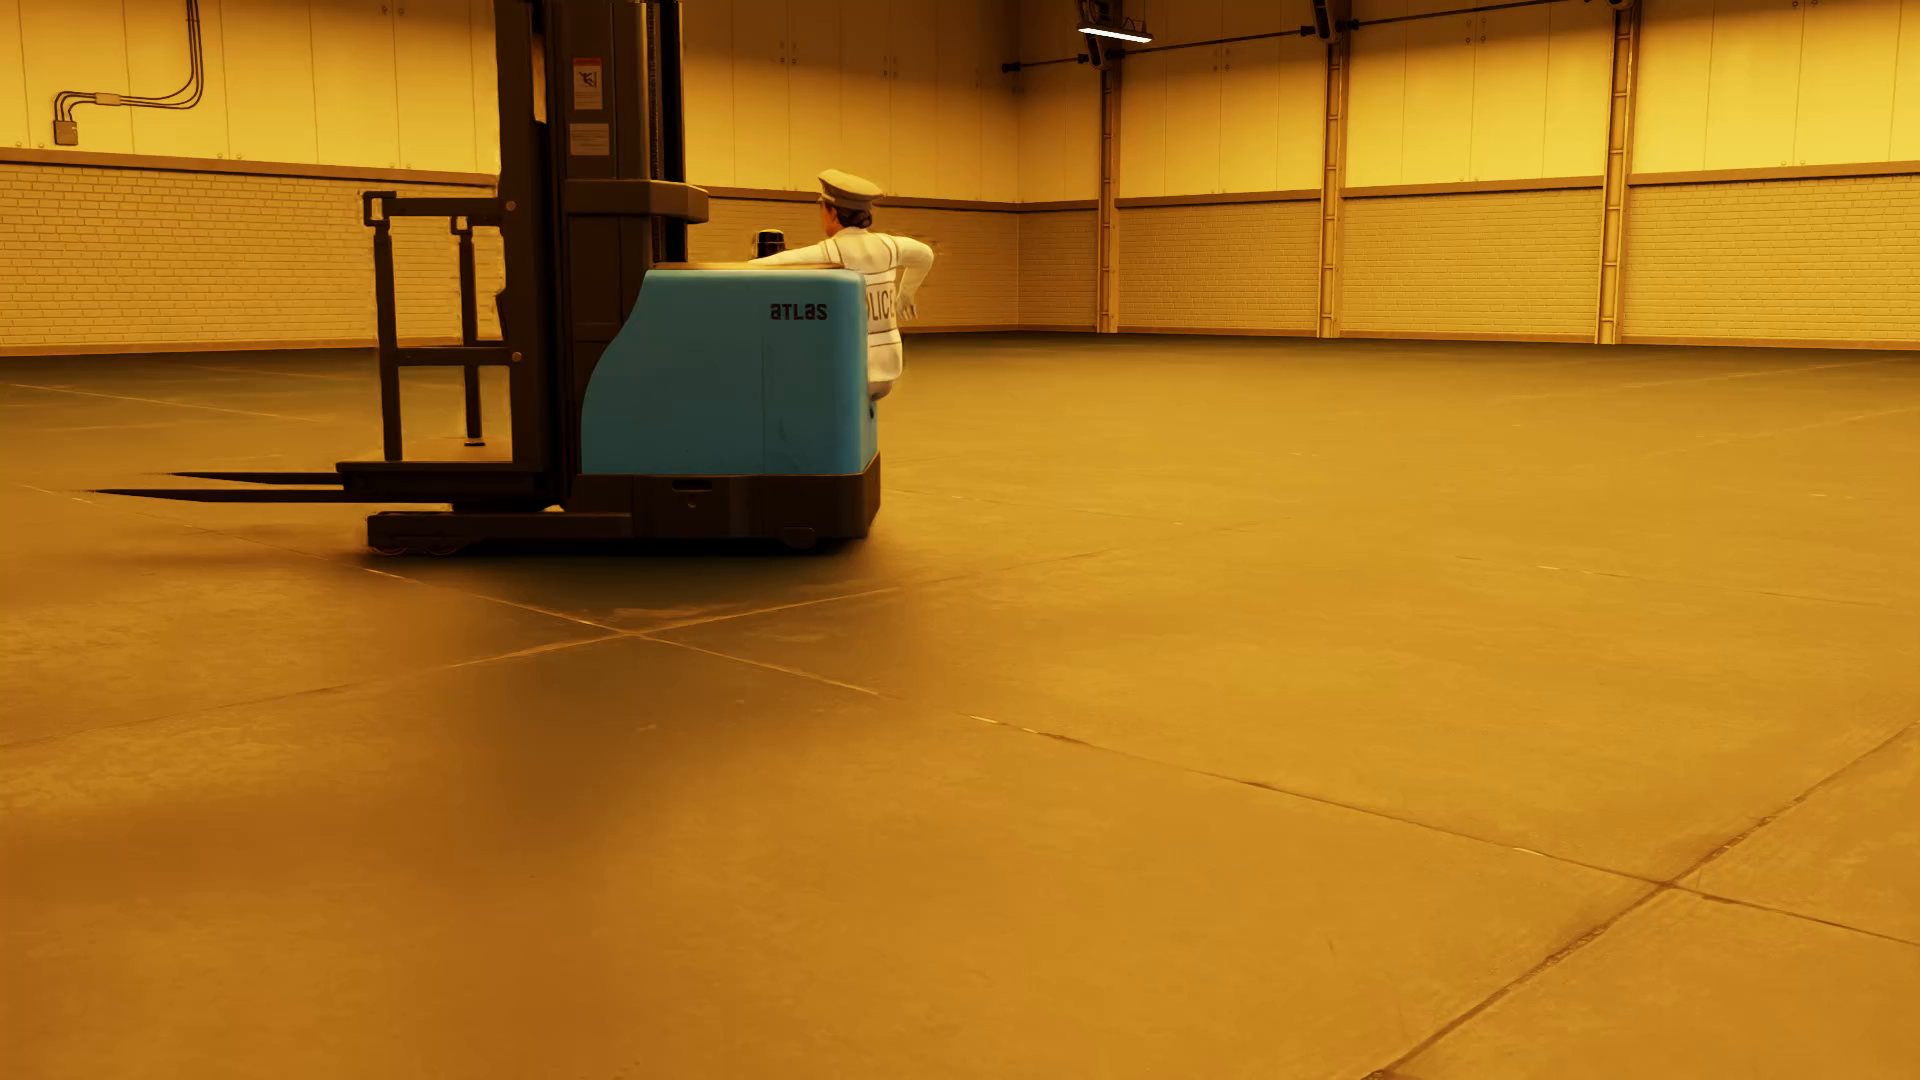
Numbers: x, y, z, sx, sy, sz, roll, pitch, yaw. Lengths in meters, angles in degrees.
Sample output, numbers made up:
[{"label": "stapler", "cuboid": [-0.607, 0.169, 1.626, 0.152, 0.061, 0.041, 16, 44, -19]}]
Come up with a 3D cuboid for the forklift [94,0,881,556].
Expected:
[{"label": "forklift", "cuboid": [-1.869, -1.467, 6.616, 3.031, 2.935, 1.130, 0, 9, 1]}]

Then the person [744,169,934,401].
[{"label": "person", "cuboid": [-0.591, -0.776, 6.897, 0.780, 1.469, 1.041, 8, 12, 42]}]
